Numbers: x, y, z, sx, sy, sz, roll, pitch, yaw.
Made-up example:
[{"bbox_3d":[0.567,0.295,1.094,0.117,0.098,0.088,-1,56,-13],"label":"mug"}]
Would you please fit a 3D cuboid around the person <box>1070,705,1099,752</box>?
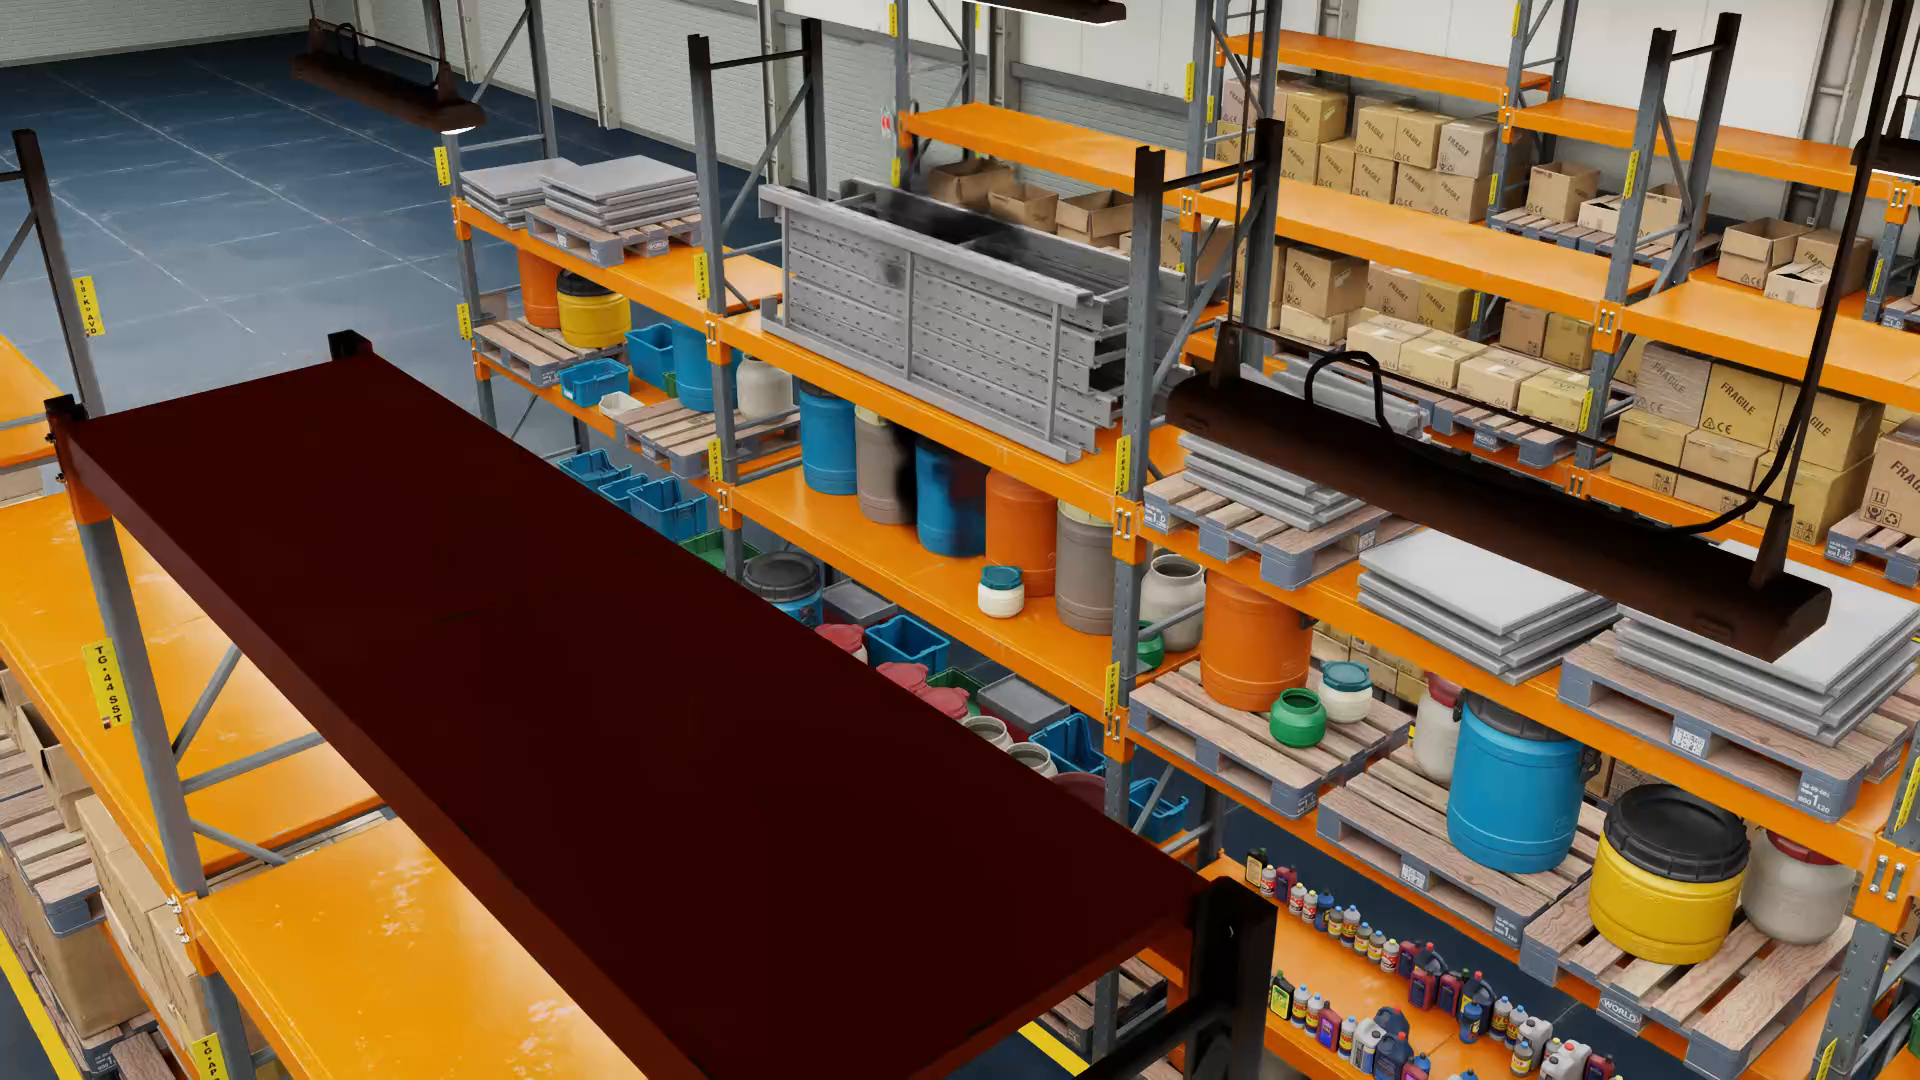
[{"bbox_3d":[0.840,1.140,12.935,0.526,1.612,0.606,24,35,38],"label":"person"}]
